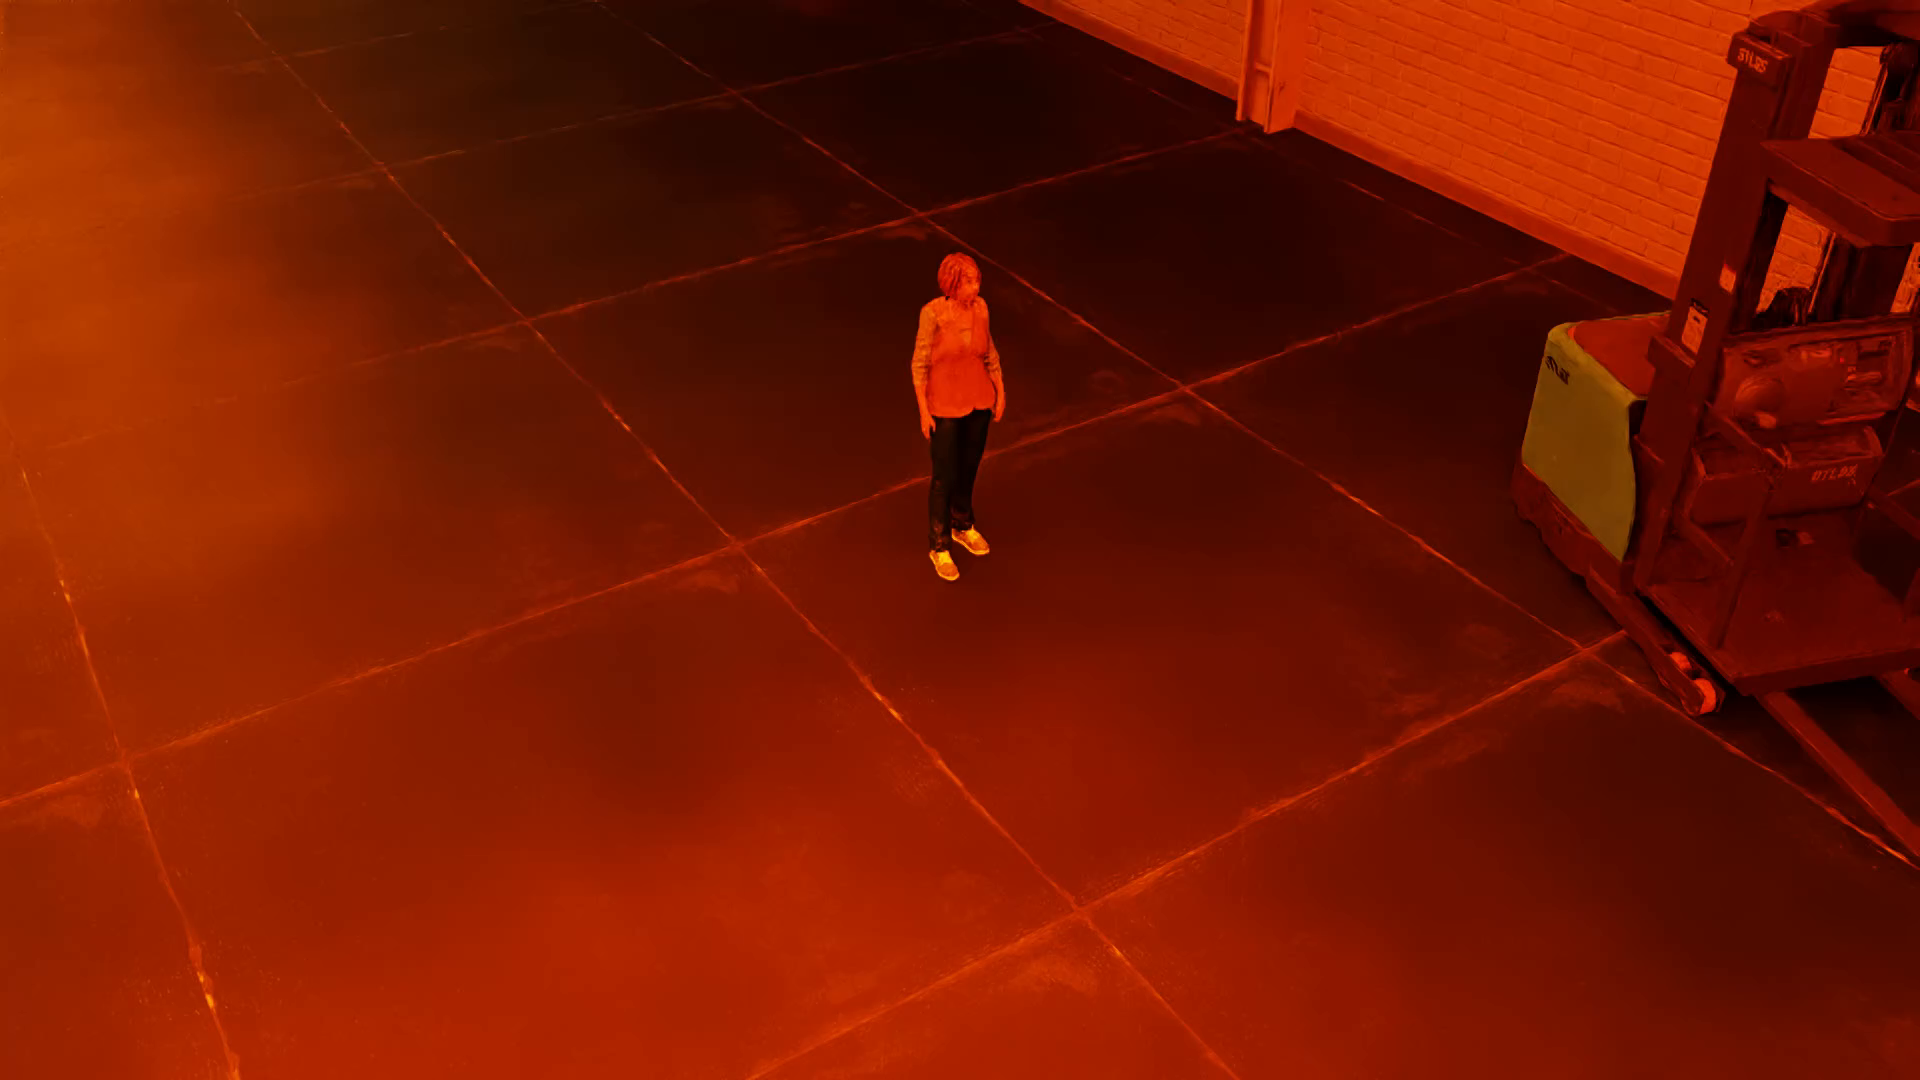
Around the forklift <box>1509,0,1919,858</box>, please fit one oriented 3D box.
[{"bbox_3d":[3.776,-0.646,7.067,1.130,2.935,3.031,-8,36,-11],"label":"forklift"}]

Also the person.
[{"bbox_3d":[0.029,-0.619,8.177,0.520,1.597,0.474,-21,40,-27],"label":"person"}]
